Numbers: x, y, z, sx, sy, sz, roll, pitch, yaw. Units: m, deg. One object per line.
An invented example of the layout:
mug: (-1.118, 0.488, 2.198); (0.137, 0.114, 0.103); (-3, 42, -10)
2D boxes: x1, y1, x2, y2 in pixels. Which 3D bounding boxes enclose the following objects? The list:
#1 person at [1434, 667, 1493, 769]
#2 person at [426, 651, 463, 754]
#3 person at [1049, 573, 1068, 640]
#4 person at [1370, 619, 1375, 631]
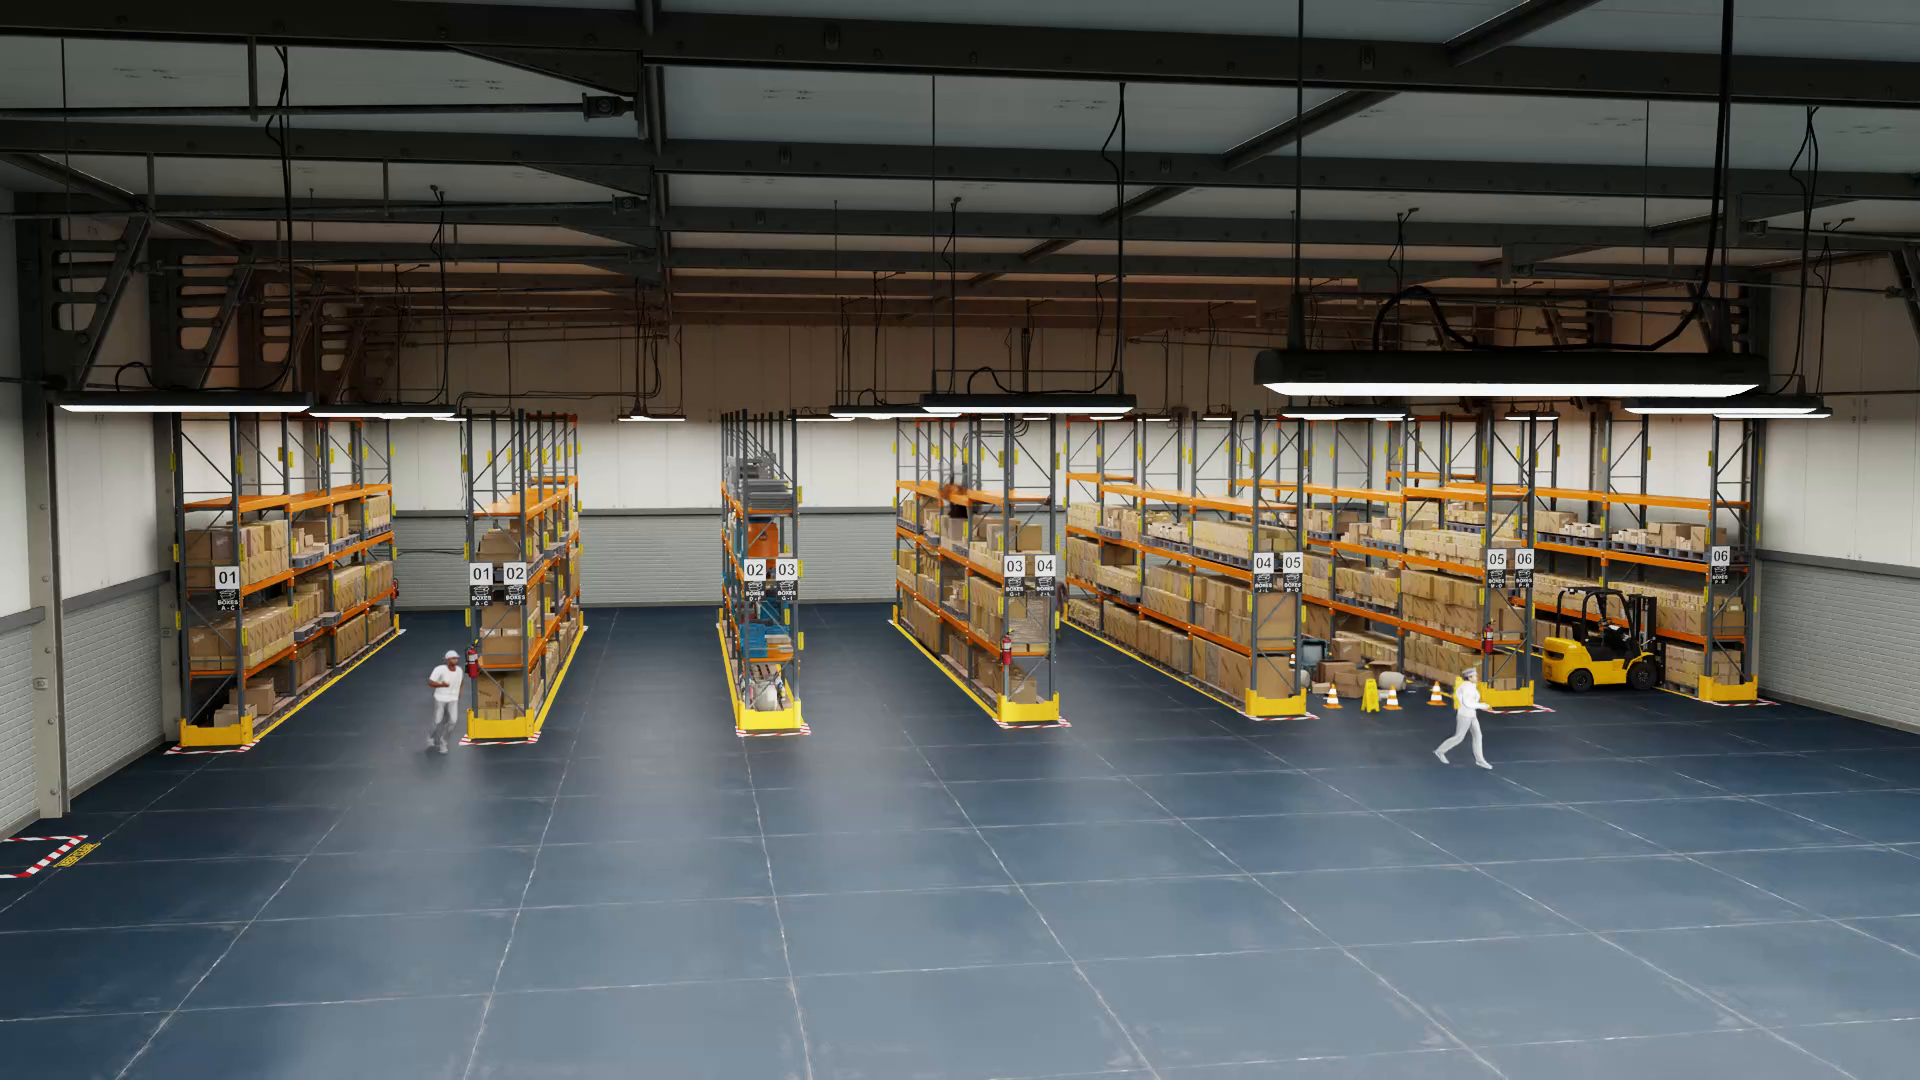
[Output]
person: (8.381, 2.941, 27.631); (0.938, 1.695, 0.580); (2, 4, 27)
person: (-8.980, 2.826, 29.174); (0.703, 1.782, 0.717); (-3, 5, -37)
person: (2.512, 1.725, 44.169); (0.732, 1.737, 1.160); (0, 4, -4)
person: (10.852, 1.829, 43.783); (0.672, 1.704, 0.618); (-1, 4, -8)
